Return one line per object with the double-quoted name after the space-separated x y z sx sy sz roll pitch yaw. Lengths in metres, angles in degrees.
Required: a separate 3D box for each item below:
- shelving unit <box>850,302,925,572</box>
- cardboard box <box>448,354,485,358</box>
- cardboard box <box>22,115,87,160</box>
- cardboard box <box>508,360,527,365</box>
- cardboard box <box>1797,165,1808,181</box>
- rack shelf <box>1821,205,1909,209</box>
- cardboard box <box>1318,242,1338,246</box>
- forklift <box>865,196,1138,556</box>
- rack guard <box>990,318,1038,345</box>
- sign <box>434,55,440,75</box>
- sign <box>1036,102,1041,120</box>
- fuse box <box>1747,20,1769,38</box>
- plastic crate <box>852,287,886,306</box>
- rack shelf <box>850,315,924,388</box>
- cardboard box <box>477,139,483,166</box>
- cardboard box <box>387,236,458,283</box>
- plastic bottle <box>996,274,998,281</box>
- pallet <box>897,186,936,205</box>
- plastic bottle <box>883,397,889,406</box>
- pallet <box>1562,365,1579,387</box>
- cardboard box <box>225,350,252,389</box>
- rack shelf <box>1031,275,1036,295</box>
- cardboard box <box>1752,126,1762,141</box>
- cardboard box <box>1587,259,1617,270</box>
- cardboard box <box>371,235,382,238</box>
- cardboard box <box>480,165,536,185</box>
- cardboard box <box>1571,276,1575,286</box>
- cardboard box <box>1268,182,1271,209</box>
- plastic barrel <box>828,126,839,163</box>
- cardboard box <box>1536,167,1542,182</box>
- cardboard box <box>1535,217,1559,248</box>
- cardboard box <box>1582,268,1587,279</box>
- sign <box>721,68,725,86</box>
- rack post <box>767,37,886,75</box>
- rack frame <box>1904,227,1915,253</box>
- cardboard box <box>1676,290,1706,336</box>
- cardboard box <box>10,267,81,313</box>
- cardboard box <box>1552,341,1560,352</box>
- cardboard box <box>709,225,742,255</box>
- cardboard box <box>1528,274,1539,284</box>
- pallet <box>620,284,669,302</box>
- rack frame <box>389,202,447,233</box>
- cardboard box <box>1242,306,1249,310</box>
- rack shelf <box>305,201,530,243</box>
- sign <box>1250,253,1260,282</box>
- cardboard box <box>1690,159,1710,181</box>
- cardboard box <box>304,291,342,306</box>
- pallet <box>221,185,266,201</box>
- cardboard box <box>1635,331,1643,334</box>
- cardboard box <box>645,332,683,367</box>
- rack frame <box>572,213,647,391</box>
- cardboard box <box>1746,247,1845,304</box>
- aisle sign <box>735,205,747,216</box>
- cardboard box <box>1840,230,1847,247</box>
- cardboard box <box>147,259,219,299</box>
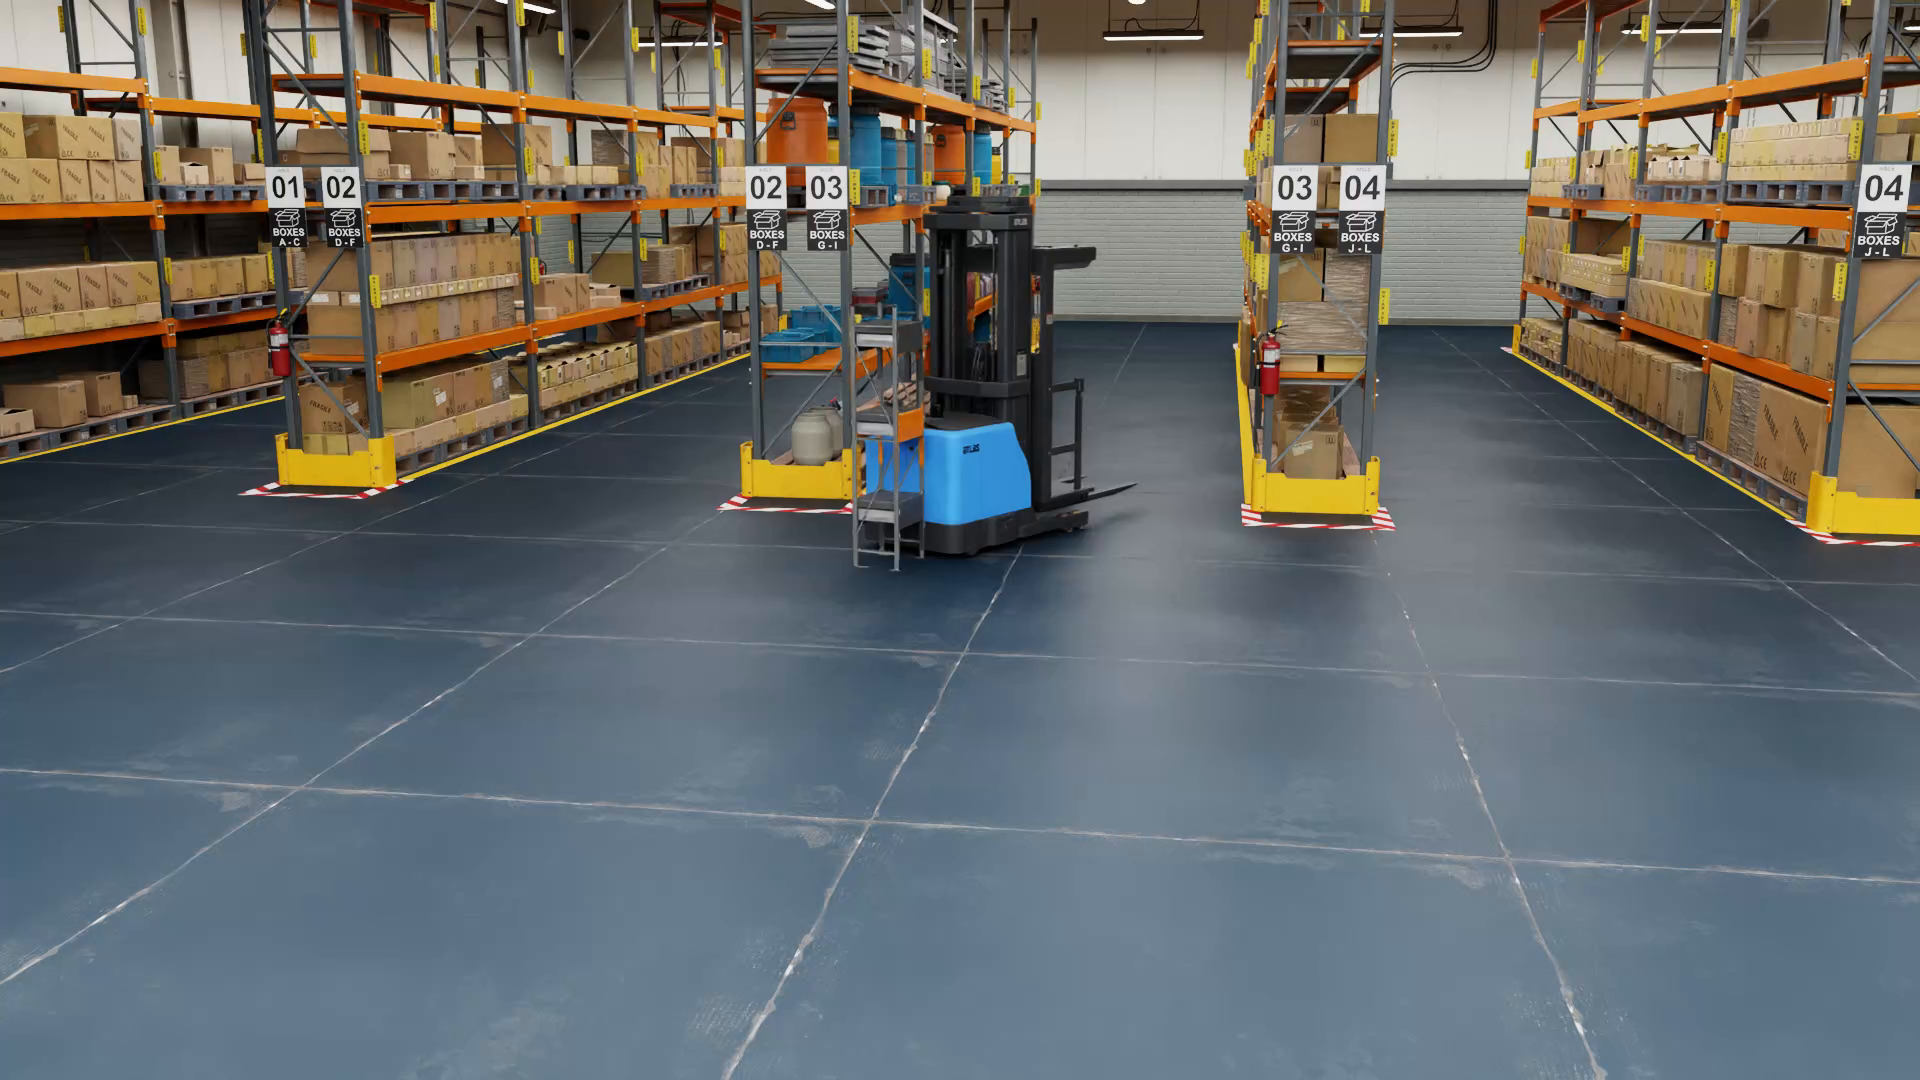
-0.578 -0.837 13.393 0.431 2.100 0.503 5 13 23 "shelving unit"
-6.203 -2.035 20.564 0.500 0.500 0.500 2 12 9 "cardboard box"
-10.670 -4.730 19.544 0.500 0.500 0.500 1 12 7 "cardboard box"
-5.969 -2.231 21.923 0.500 0.311 0.500 2 12 10 "cardboard box"
8.109 -3.447 15.610 0.380 0.149 0.250 2 12 8 "cardboard box"
15.296 -5.447 27.235 1.077 0.370 4.000 2 12 9 "rack shelf"
3.864 -2.736 16.750 0.500 0.500 0.500 2 12 9 "cardboard box"
0.500 -1.556 14.755 1.130 2.935 3.031 10 15 38 "forklift"
0.908 -4.013 31.930 1.175 0.500 0.348 2 12 9 "rack guard"
-8.949 -8.131 28.458 0.100 0.325 0.005 2 12 9 "sign"
1.463 -7.991 30.976 0.100 0.325 0.005 2 12 9 "sign"
16.193 -10.422 33.900 0.513 0.334 0.176 2 12 9 "fuse box"
-1.156 -2.874 20.557 0.402 0.464 0.583 2 12 9 "plastic crate"
-0.578 -1.508 13.248 0.431 0.518 0.480 5 13 23 "rack shelf"
-8.957 -7.082 30.455 0.500 0.500 0.500 2 12 9 "cardboard box"
-6.116 -3.170 18.768 0.700 0.500 0.500 2 12 9 "cardboard box"
0.561 -4.244 27.361 0.152 0.276 0.135 2 12 9 "plastic bottle"
-0.943 -3.953 19.043 1.213 0.211 1.003 2 12 9 "pallet"
-0.885 -1.513 19.639 0.144 0.351 0.185 2 12 9 "plastic bottle"
9.963 -2.530 25.731 1.003 0.211 1.213 2 12 9 "pallet"
-10.472 -2.414 23.464 0.700 0.500 0.500 2 12 9 "cardboard box"
0.610 -4.462 29.785 1.077 0.370 4.000 2 12 9 "rack shelf"
8.343 -4.154 16.997 0.380 0.149 0.250 2 12 8 "cardboard box"
9.290 -3.982 24.037 0.380 0.149 0.250 2 12 11 "cardboard box"
-9.623 -4.759 26.683 0.500 0.250 0.500 2 12 9 "cardboard box"
-5.718 -4.620 21.048 0.500 0.250 0.500 3 13 15 "cardboard box"
9.448 -3.908 25.109 0.380 0.149 0.250 2 12 9 "cardboard box"
3.248 -3.344 16.128 0.500 0.250 0.500 2 12 9 "cardboard box"
-1.494 -3.904 16.927 0.600 0.588 0.600 0 12 0 "plastic barrel"
10.293 -6.334 28.811 0.500 0.250 0.500 2 12 8 "cardboard box"
10.192 -5.273 28.525 0.500 0.500 0.500 2 12 7 "cardboard box"
9.328 -3.890 24.318 0.380 0.149 0.250 2 12 8 "cardboard box"
-4.513 -8.837 31.733 0.100 0.325 0.005 2 12 9 "sign"
-1.301 -4.741 16.318 0.937 0.300 0.954 3 13 15 "rack post"
14.988 -3.916 25.543 1.000 3.000 0.127 2 12 9 "rack frame"
8.745 -2.661 19.484 0.500 0.500 0.500 2 12 8 "cardboard box"
-10.723 -2.931 19.501 0.500 0.500 0.500 2 12 10 "cardboard box"
9.845 -3.145 27.030 0.380 0.149 0.250 1 12 6 "cardboard box"
-4.162 -5.293 29.321 0.500 0.500 0.500 1 12 7 "cardboard box"
10.231 -4.600 29.312 0.380 0.149 0.250 2 12 7 "cardboard box"
-5.172 -3.776 25.348 1.213 0.211 1.003 2 12 9 "pallet"
-9.487 -4.718 29.267 1.000 3.000 0.127 2 12 9 "rack frame"
5.117 -3.270 26.591 1.225 0.875 0.875 2 12 9 "cardboard box"
-6.130 -3.592 18.627 1.077 0.370 4.000 2 12 9 "rack shelf"
3.417 -3.155 19.264 0.100 0.325 0.005 2 12 9 "sign"
8.824 -4.301 19.333 0.500 0.250 0.500 2 12 8 "cardboard box"
-6.567 -2.512 17.254 0.380 0.149 0.250 2 12 8 "cardboard box"
-10.361 -4.769 22.826 1.213 0.211 1.003 2 12 9 "pallet"
9.890 -2.814 23.586 0.500 0.250 0.500 2 12 8 "cardboard box"
-4.697 -3.018 26.266 0.500 0.500 0.500 2 12 8 "cardboard box"
-5.207 -3.726 24.662 1.000 3.000 0.127 2 12 9 "rack frame"
8.572 -2.689 16.932 0.875 0.550 0.550 2 12 9 "cardboard box"
-4.256 -6.686 32.226 0.394 0.787 0.004 2 12 9 "aisle sign"
15.104 -4.980 27.872 0.500 0.500 0.500 2 12 8 "cardboard box"
-10.512 -3.538 22.508 0.700 0.500 0.500 3 13 14 "cardboard box"
